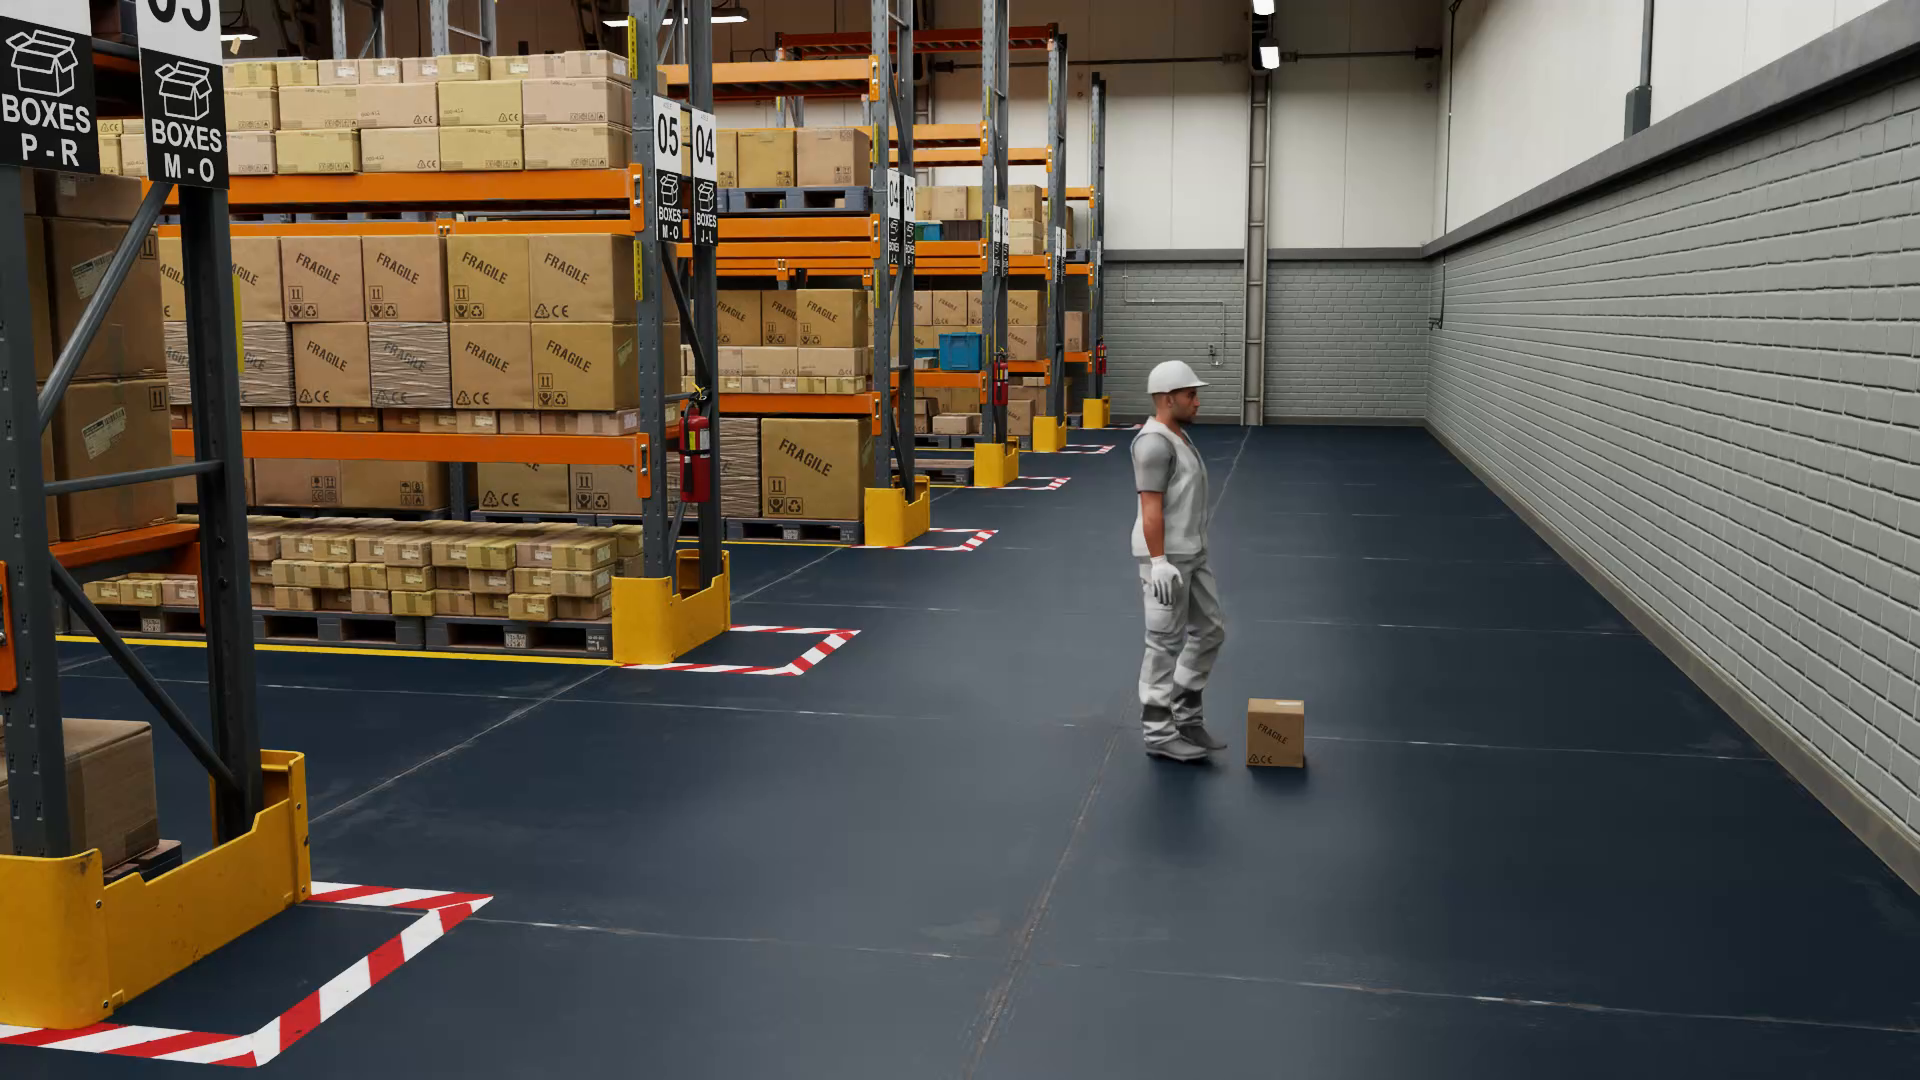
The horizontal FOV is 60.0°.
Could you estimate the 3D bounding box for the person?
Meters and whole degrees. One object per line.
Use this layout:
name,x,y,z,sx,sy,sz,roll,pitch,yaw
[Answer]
person,0.972,0.108,7.486,0.402,1.820,0.590,3,9,23
